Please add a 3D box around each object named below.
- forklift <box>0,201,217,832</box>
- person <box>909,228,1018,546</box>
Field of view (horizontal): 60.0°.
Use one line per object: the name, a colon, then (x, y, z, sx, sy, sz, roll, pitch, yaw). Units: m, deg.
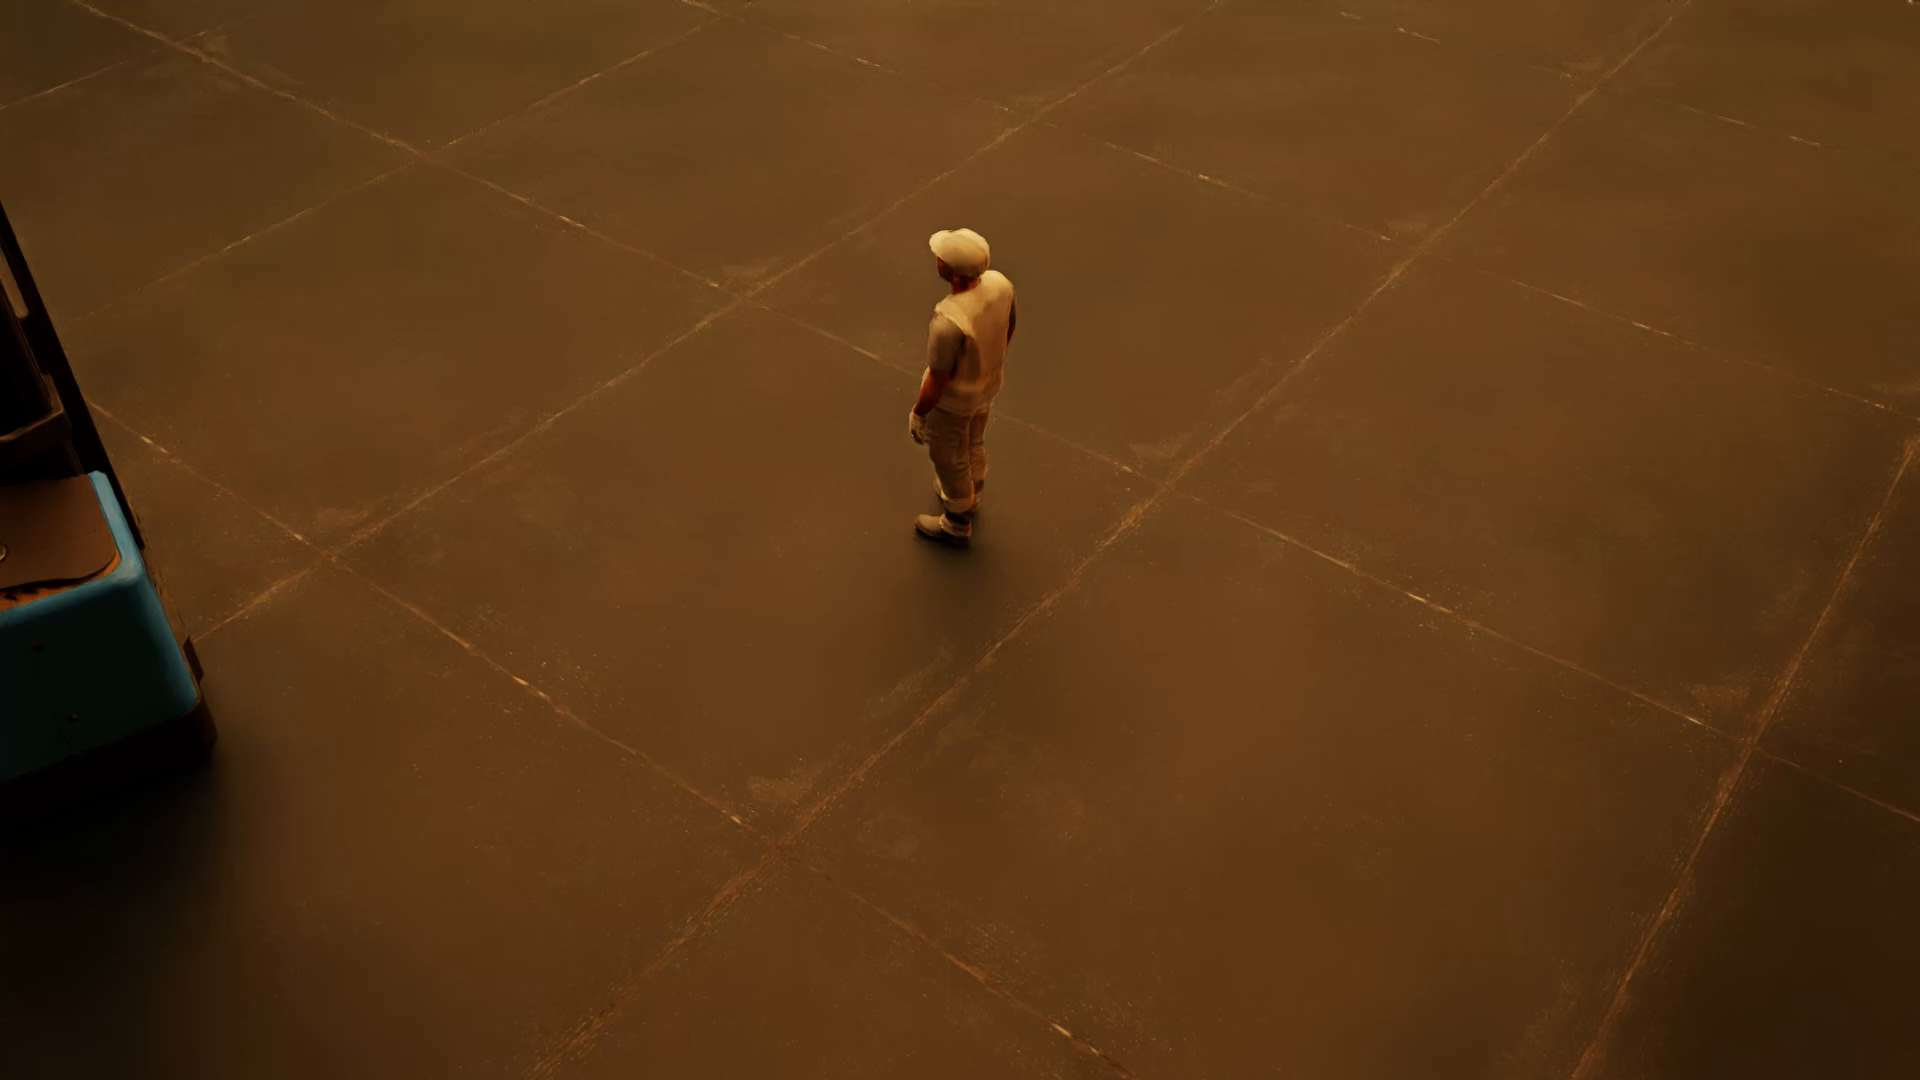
forklift: (-4.442, -0.817, 7.032, 1.130, 2.935, 3.031, -23, 45, -24)
person: (-0.057, -0.723, 7.792, 0.563, 1.787, 0.637, 26, 47, 28)
